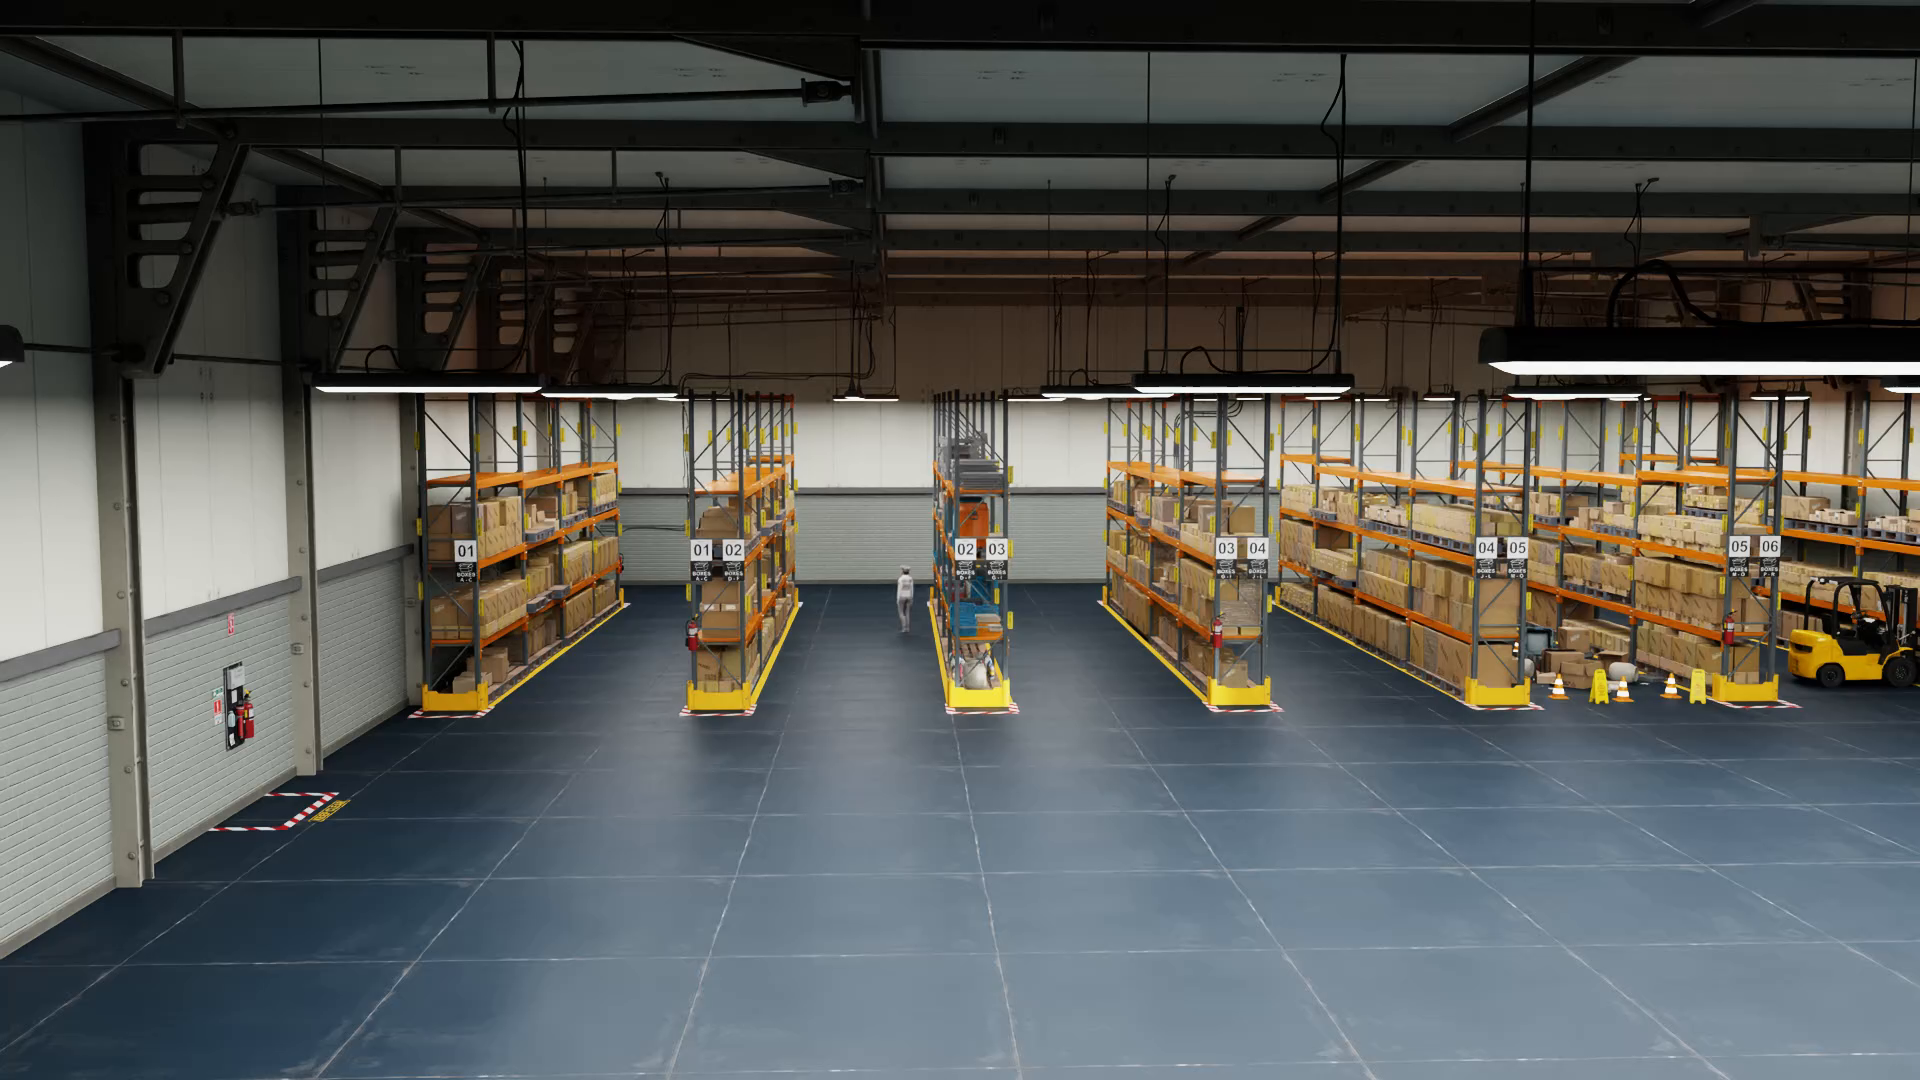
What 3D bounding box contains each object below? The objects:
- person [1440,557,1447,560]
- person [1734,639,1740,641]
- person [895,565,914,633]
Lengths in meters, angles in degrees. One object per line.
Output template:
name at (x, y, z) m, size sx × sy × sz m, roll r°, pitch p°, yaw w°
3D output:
person at (14.423, 0.885, 49.235) m, size 0.972 × 1.633 × 0.440 m, roll -1°, pitch 5°, yaw -13°
person at (16.930, 2.015, 36.267) m, size 0.469 × 1.519 × 0.657 m, roll -1°, pitch 5°, yaw -17°
person at (-1.379, 1.508, 41.762) m, size 0.525 × 1.754 × 0.386 m, roll -4°, pitch 6°, yaw -37°
